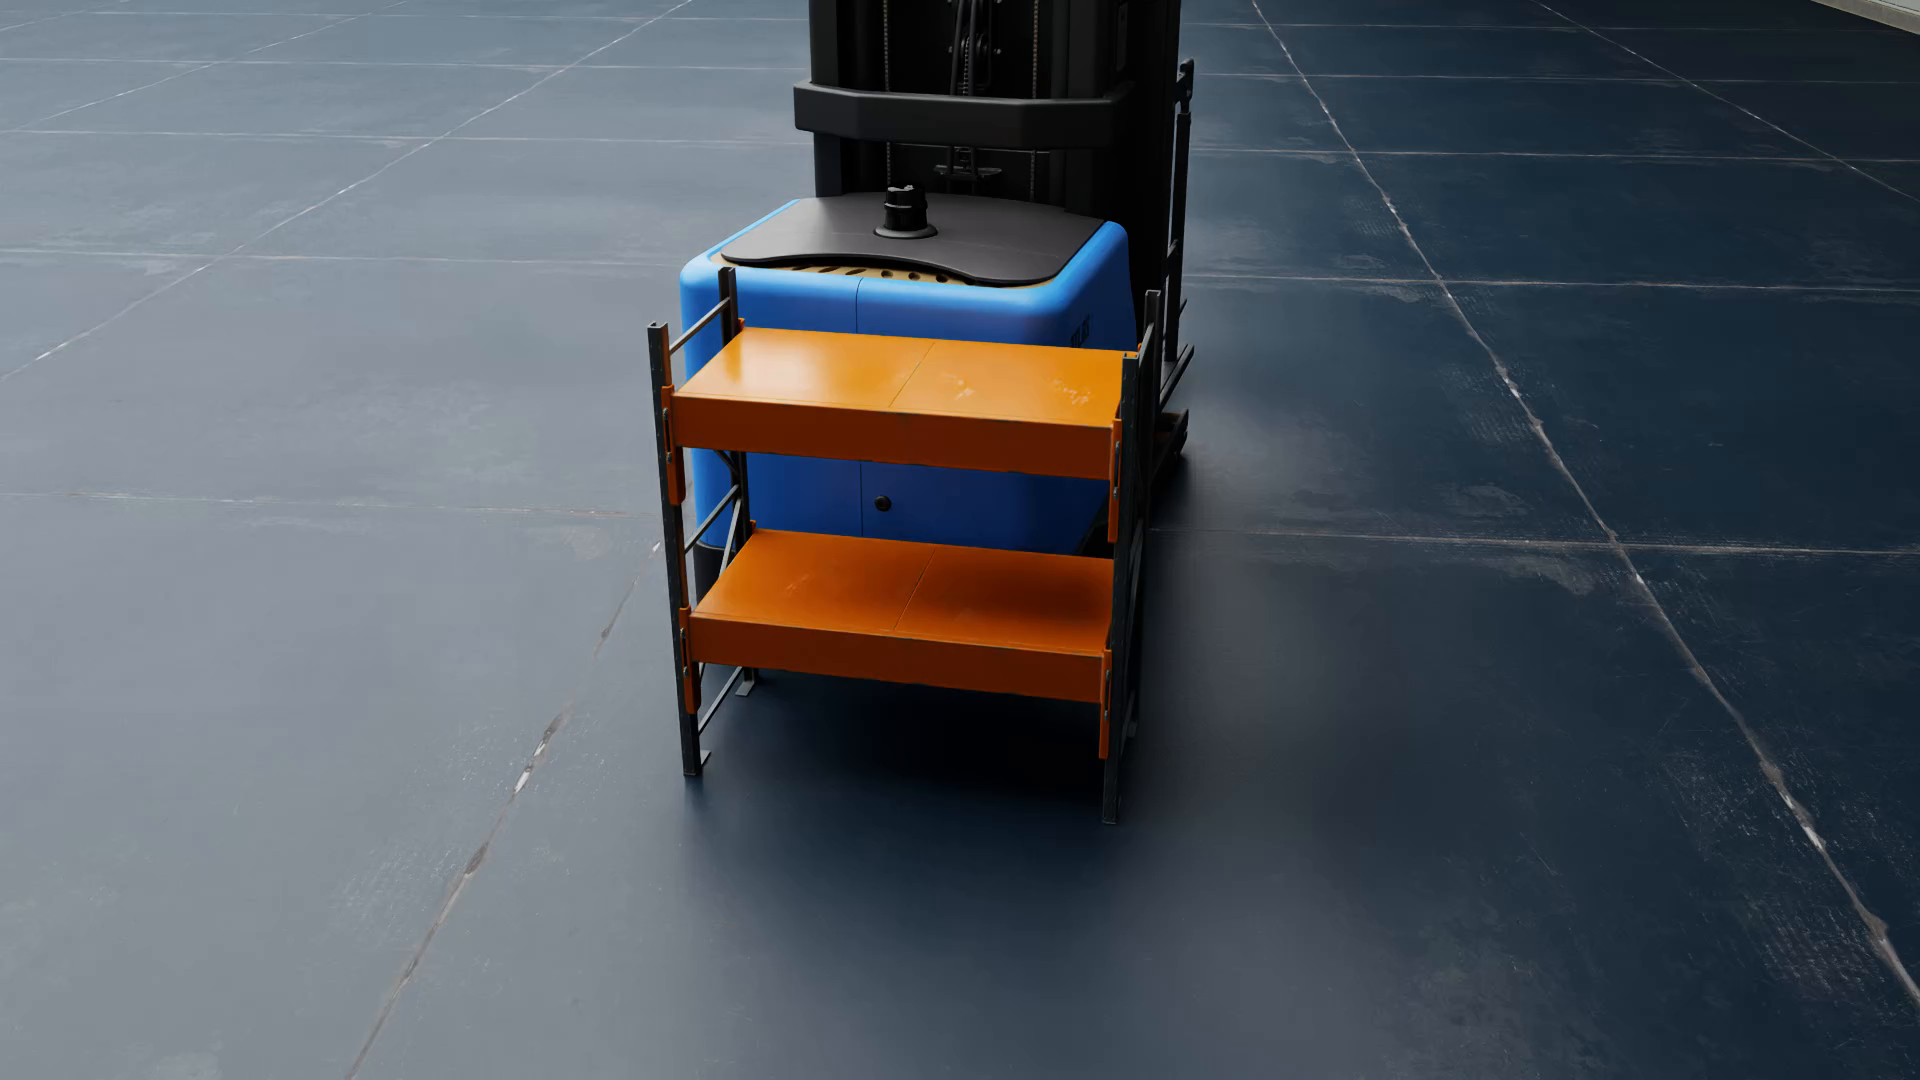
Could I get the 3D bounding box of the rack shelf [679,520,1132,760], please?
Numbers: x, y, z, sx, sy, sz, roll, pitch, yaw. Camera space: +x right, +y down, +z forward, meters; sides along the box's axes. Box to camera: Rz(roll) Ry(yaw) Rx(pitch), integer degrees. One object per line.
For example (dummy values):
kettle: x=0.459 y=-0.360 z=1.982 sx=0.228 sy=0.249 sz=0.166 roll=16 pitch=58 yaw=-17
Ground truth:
rack shelf: x=-0.105 y=0.222 z=4.008 sx=1.000 sy=0.278 sz=0.538 roll=5 pitch=25 yaw=11

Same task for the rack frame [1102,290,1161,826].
rack frame: x=0.393 y=0.042 z=3.812 sx=0.032 sy=1.125 sz=0.500 roll=5 pitch=25 yaw=11

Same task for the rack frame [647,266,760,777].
rack frame: x=-0.603 y=-0.044 z=3.999 sx=0.032 sy=1.125 sz=0.500 roll=5 pitch=25 yaw=11

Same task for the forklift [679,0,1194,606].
forklift: x=0.179 y=-1.581 z=5.180 sx=1.130 sy=2.935 sz=3.031 roll=7 pitch=26 yaw=15

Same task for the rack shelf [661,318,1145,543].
rack shelf: x=-0.105 y=-0.266 z=3.783 sx=1.000 sy=0.278 sz=0.538 roll=5 pitch=25 yaw=11

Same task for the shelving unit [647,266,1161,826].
shelving unit: x=-0.105 y=-0.001 z=3.906 sx=1.048 sy=1.125 sz=0.538 roll=5 pitch=25 yaw=11
